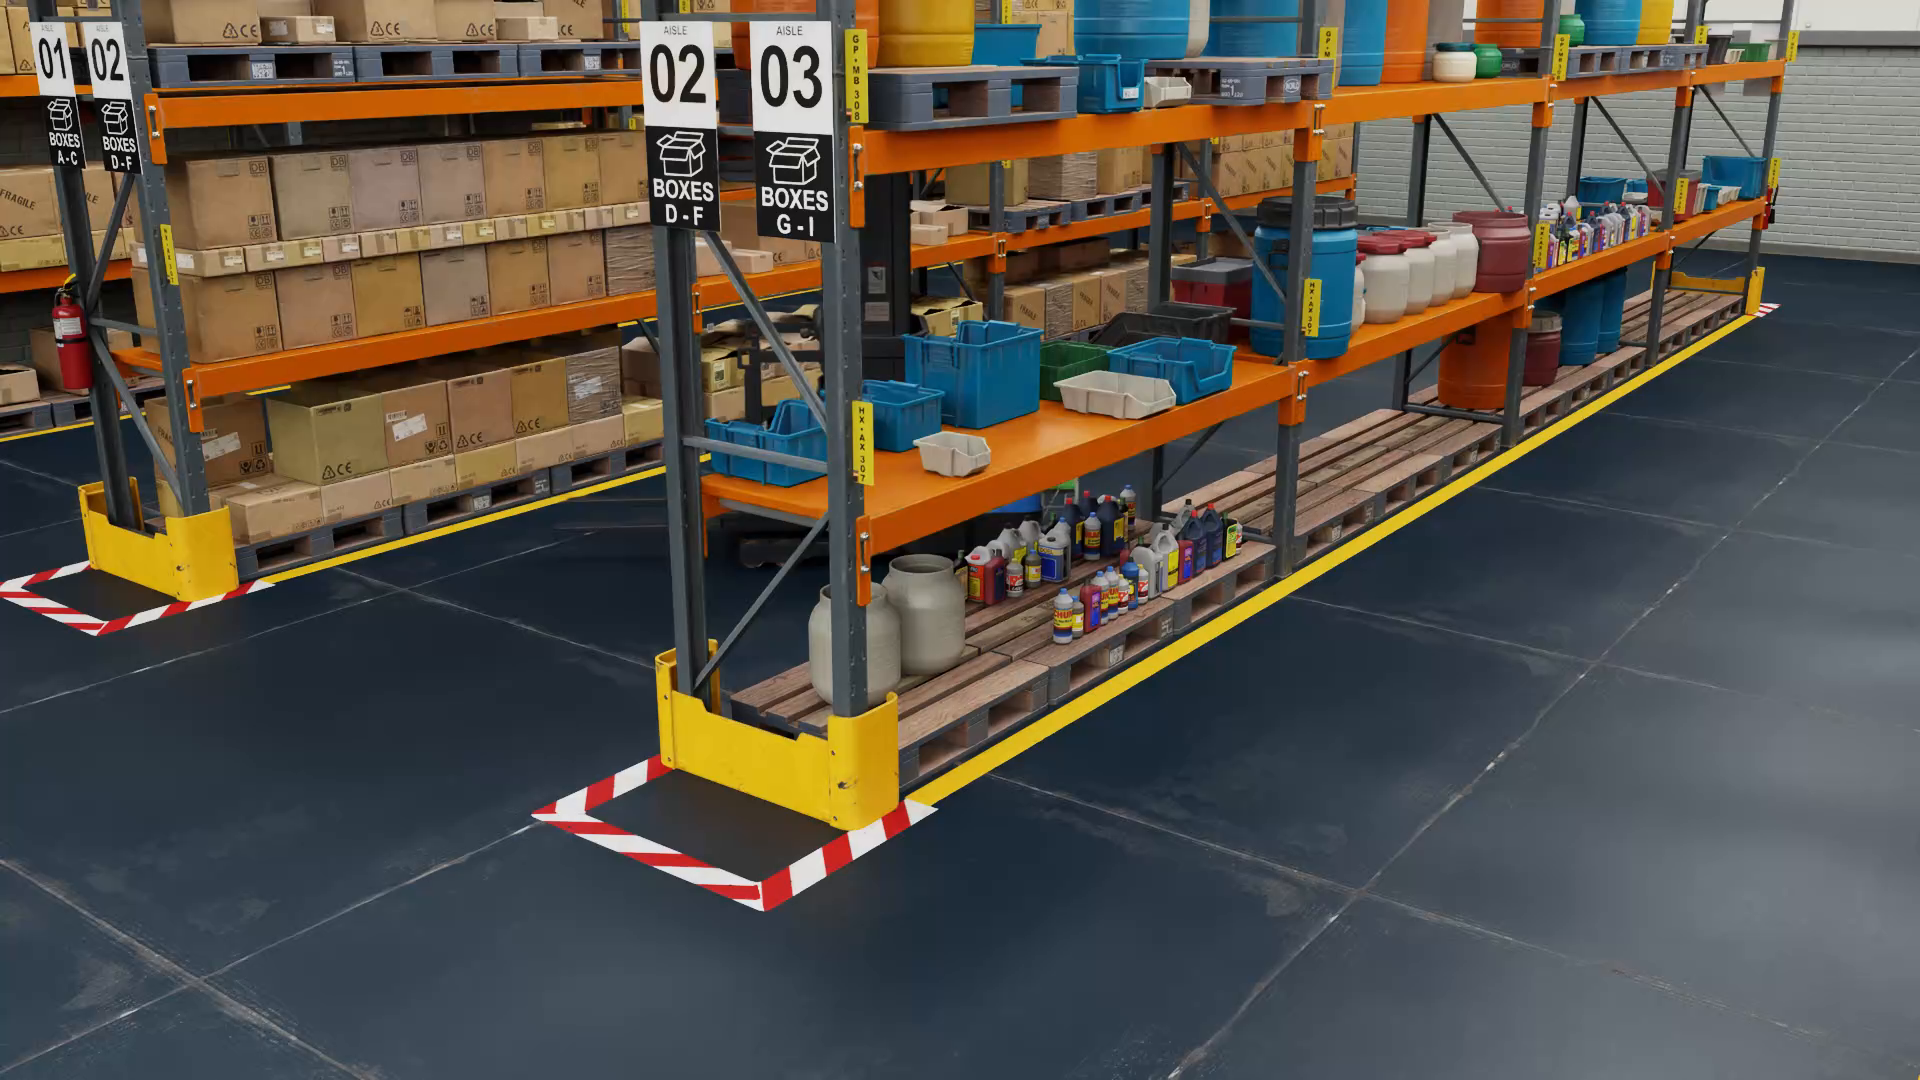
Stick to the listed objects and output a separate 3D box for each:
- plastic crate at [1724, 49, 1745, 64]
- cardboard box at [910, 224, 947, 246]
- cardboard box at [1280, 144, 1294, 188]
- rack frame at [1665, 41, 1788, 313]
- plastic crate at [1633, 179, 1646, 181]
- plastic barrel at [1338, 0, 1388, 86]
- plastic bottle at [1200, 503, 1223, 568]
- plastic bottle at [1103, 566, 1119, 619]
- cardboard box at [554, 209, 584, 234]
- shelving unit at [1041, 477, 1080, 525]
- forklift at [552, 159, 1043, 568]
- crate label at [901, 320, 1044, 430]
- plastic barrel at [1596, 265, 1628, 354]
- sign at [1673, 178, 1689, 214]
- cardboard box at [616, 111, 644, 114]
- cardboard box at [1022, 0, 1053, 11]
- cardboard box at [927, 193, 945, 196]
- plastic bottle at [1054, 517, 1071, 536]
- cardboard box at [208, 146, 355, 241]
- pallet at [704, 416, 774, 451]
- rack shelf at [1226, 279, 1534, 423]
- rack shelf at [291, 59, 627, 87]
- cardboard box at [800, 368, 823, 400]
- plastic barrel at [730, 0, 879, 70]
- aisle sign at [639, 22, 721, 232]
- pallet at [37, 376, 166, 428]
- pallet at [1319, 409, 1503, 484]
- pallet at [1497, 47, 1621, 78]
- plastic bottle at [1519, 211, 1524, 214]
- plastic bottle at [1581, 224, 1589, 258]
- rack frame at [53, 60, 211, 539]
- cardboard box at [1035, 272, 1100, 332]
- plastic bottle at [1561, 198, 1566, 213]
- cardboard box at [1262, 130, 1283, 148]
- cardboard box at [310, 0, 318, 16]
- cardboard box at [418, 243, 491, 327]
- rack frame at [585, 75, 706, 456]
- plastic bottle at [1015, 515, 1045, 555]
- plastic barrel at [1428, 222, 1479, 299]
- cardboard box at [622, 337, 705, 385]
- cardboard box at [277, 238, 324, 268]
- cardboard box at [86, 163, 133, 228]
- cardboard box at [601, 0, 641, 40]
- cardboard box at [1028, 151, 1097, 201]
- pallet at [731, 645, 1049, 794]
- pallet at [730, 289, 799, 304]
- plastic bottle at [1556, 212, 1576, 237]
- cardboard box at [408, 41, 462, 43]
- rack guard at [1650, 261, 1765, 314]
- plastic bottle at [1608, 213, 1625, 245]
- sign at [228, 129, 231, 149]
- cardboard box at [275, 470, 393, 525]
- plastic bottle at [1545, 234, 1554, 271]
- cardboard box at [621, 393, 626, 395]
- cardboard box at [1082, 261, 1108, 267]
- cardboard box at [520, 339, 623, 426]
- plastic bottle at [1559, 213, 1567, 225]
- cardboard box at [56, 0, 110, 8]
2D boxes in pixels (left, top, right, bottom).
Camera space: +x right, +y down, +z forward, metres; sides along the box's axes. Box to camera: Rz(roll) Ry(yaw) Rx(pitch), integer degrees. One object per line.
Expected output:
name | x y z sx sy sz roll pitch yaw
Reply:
plastic crate | 7.688 -4.922 16.923 0.437 0.136 0.530 12 21 35
cardboard box | -0.337 -2.739 14.930 0.380 0.149 0.250 12 21 35
cardboard box | 3.787 -4.559 20.197 0.500 0.500 0.500 12 21 34
rack frame | 8.720 -4.151 19.054 1.000 3.000 0.127 12 21 35
plastic crate | 7.524 -3.786 18.058 0.416 0.233 0.300 12 21 35
plastic barrel | 2.478 -3.436 10.848 0.600 0.901 0.708 12 21 35
plastic bottle | 1.417 -0.034 9.520 0.144 0.351 0.185 12 21 33
plastic bottle | 0.781 0.270 8.675 0.097 0.271 0.097 0 17 0
cardboard box | -2.855 -2.240 11.638 0.380 0.149 0.250 12 21 35
shelving unit | 0.618 -0.641 10.784 0.258 1.200 0.503 -1 17 -4
forklift | -1.028 -1.392 10.285 3.031 2.935 1.130 -1 17 -4
crate label | 0.066 -0.844 8.343 0.502 0.435 0.616 12 21 35
plastic barrel | 5.998 -2.271 15.828 0.600 0.901 0.708 12 21 35
sign | 6.777 -3.233 15.631 0.100 0.325 0.005 12 21 35
cardboard box | -3.630 -4.831 19.273 0.500 0.250 0.500 12 21 33
cardboard box | 0.546 -5.304 15.854 0.500 0.500 0.500 12 21 35
cardboard box | -0.261 -4.858 23.744 0.380 0.149 0.250 13 21 35
plastic bottle | 0.585 0.005 9.528 0.097 0.271 0.097 0 17 0
cardboard box | -4.161 -2.132 10.195 0.700 0.500 0.500 12 21 33
pallet | -1.999 -1.020 13.673 1.003 0.211 1.213 12 21 35
rack shelf | 2.761 -1.426 11.491 1.077 0.370 4.000 12 21 35
rack shelf | -5.195 -4.609 16.684 1.077 0.370 4.000 12 21 35
cardboard box | -1.355 -1.355 13.976 0.500 0.250 0.500 12 21 33
plastic barrel | -0.626 -2.317 6.657 0.600 0.830 0.708 12 21 35
aisle sign | -1.095 -1.617 6.511 0.394 0.787 0.004 12 21 35
pallet | -7.485 -1.254 14.427 1.003 0.211 1.213 12 21 35
pallet | 3.460 -0.737 12.760 1.003 0.211 1.213 12 21 35
pallet | 4.487 -3.753 13.033 1.003 0.211 1.213 12 21 35
plastic bottle | 5.065 -2.821 14.979 0.152 0.276 0.135 12 21 35
plastic bottle | 5.250 -2.528 14.045 0.097 0.271 0.097 0 17 0
rack frame | -4.790 -1.217 9.604 1.000 3.000 0.127 12 21 35
cardboard box | 1.088 -2.441 17.019 0.500 0.500 0.500 12 21 34
plastic bottle | 5.775 -3.131 15.965 0.061 0.283 0.133 12 21 35
cardboard box | 3.481 -4.908 19.636 0.500 0.500 0.500 12 21 33
cardboard box | -3.984 -3.327 10.549 0.500 0.311 0.500 16 23 41
cardboard box | -3.581 -1.743 11.129 0.700 0.500 0.500 13 22 36
rack frame | -2.406 -2.170 12.672 1.000 3.000 0.127 12 21 35
plastic bottle | 0.390 0.027 9.324 0.144 0.351 0.185 12 21 34
plastic barrel | 3.512 -2.017 11.991 0.421 0.512 0.421 0 17 0
cardboard box | -2.395 -1.472 13.408 0.500 0.311 0.500 12 21 35
cardboard box | -4.078 -1.752 10.066 0.380 0.149 0.250 13 21 35
cardboard box | -7.022 -2.935 14.091 0.500 0.500 0.500 12 21 33
cardboard box | -3.766 -5.811 18.429 0.700 0.500 0.500 11 20 30
cardboard box | 0.960 -3.725 16.803 0.500 0.500 0.700 -15 23 -40
pallet | -0.318 0.772 7.901 1.003 0.211 1.213 12 21 35
pallet | -2.746 -3.129 20.463 1.003 0.211 1.213 12 21 35
plastic bottle | 5.193 -2.631 14.241 0.144 0.351 0.185 12 21 35
cardboard box | -5.262 -5.135 16.286 0.500 0.500 0.500 12 21 33
rack guard | 8.724 -2.966 19.451 1.175 0.500 0.348 12 21 35
plastic bottle | 5.843 -2.781 14.852 0.152 0.276 0.135 12 21 35
sign | -6.835 -3.694 15.629 0.100 0.325 0.005 12 21 35
cardboard box | -3.996 -0.312 10.620 0.500 0.250 0.500 12 21 35
plastic bottle | 4.703 -2.306 13.310 0.061 0.283 0.133 12 21 35
cardboard box | -2.926 -1.000 12.835 0.500 0.250 0.500 12 21 35
cardboard box | 1.264 -2.772 18.087 0.500 0.500 0.500 13 21 35
cardboard box | -2.814 -1.149 12.050 0.500 0.500 0.500 12 21 35
plastic bottle | 5.648 -2.956 15.540 0.097 0.201 0.097 0 17 0
cardboard box | -7.088 -4.585 13.506 0.500 0.500 0.500 12 21 33
